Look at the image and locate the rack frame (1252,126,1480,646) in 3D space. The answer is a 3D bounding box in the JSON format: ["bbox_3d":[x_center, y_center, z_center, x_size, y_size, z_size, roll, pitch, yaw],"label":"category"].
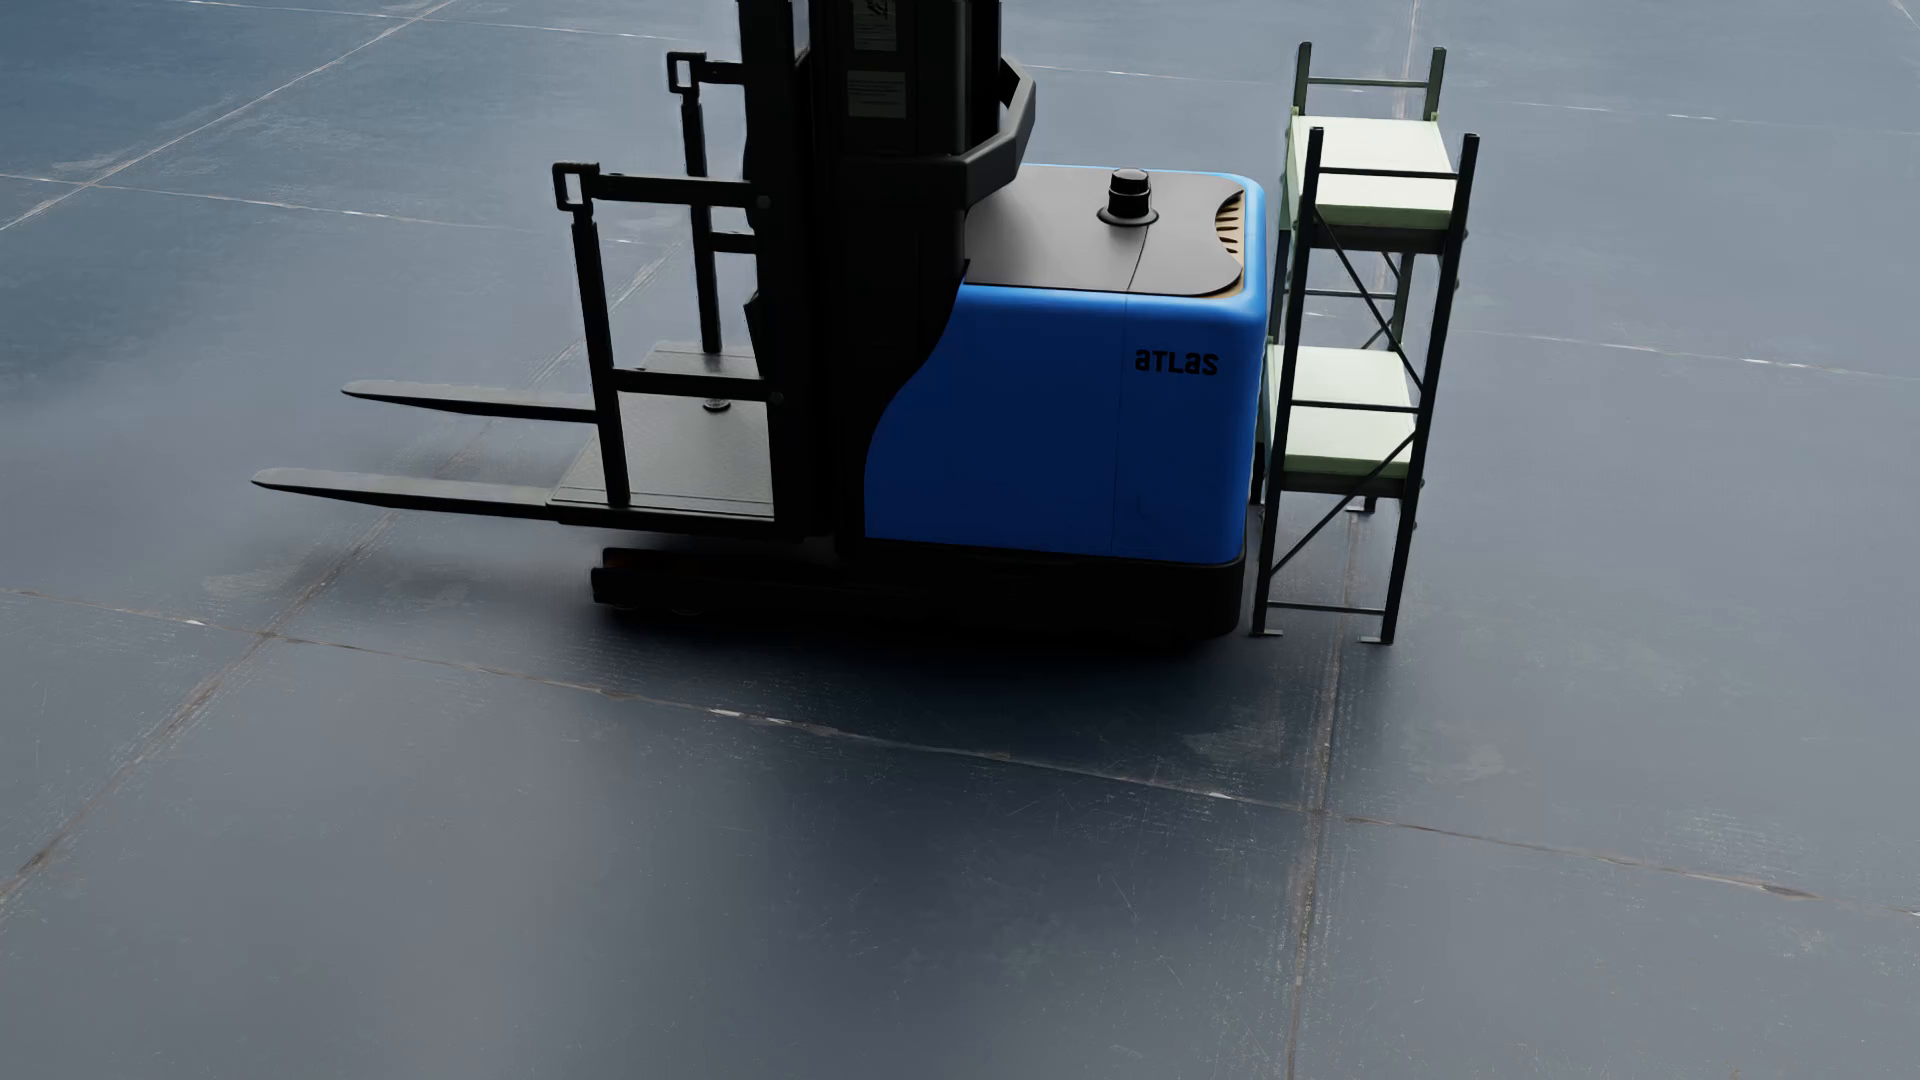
[{"bbox_3d":[1.045,-0.350,4.403,0.400,1.500,0.023,4,33,7],"label":"rack frame"}]

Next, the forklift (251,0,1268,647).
[{"bbox_3d":[-0.640,-1.288,4.544,3.031,2.935,1.130,5,33,7],"label":"forklift"}]

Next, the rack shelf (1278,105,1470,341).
[{"bbox_3d":[1.095,-0.874,4.499,0.431,0.370,0.720,4,33,7],"label":"rack shelf"}]

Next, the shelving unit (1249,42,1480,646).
[{"bbox_3d":[1.095,-0.545,4.709,0.431,1.500,0.755,4,33,7],"label":"shelving unit"}]

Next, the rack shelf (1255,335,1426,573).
[{"bbox_3d":[1.095,-0.269,4.884,0.431,0.370,0.720,4,33,7],"label":"rack shelf"}]

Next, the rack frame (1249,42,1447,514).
[{"bbox_3d":[1.145,-0.739,5.015,0.400,1.500,0.023,4,33,7],"label":"rack frame"}]
